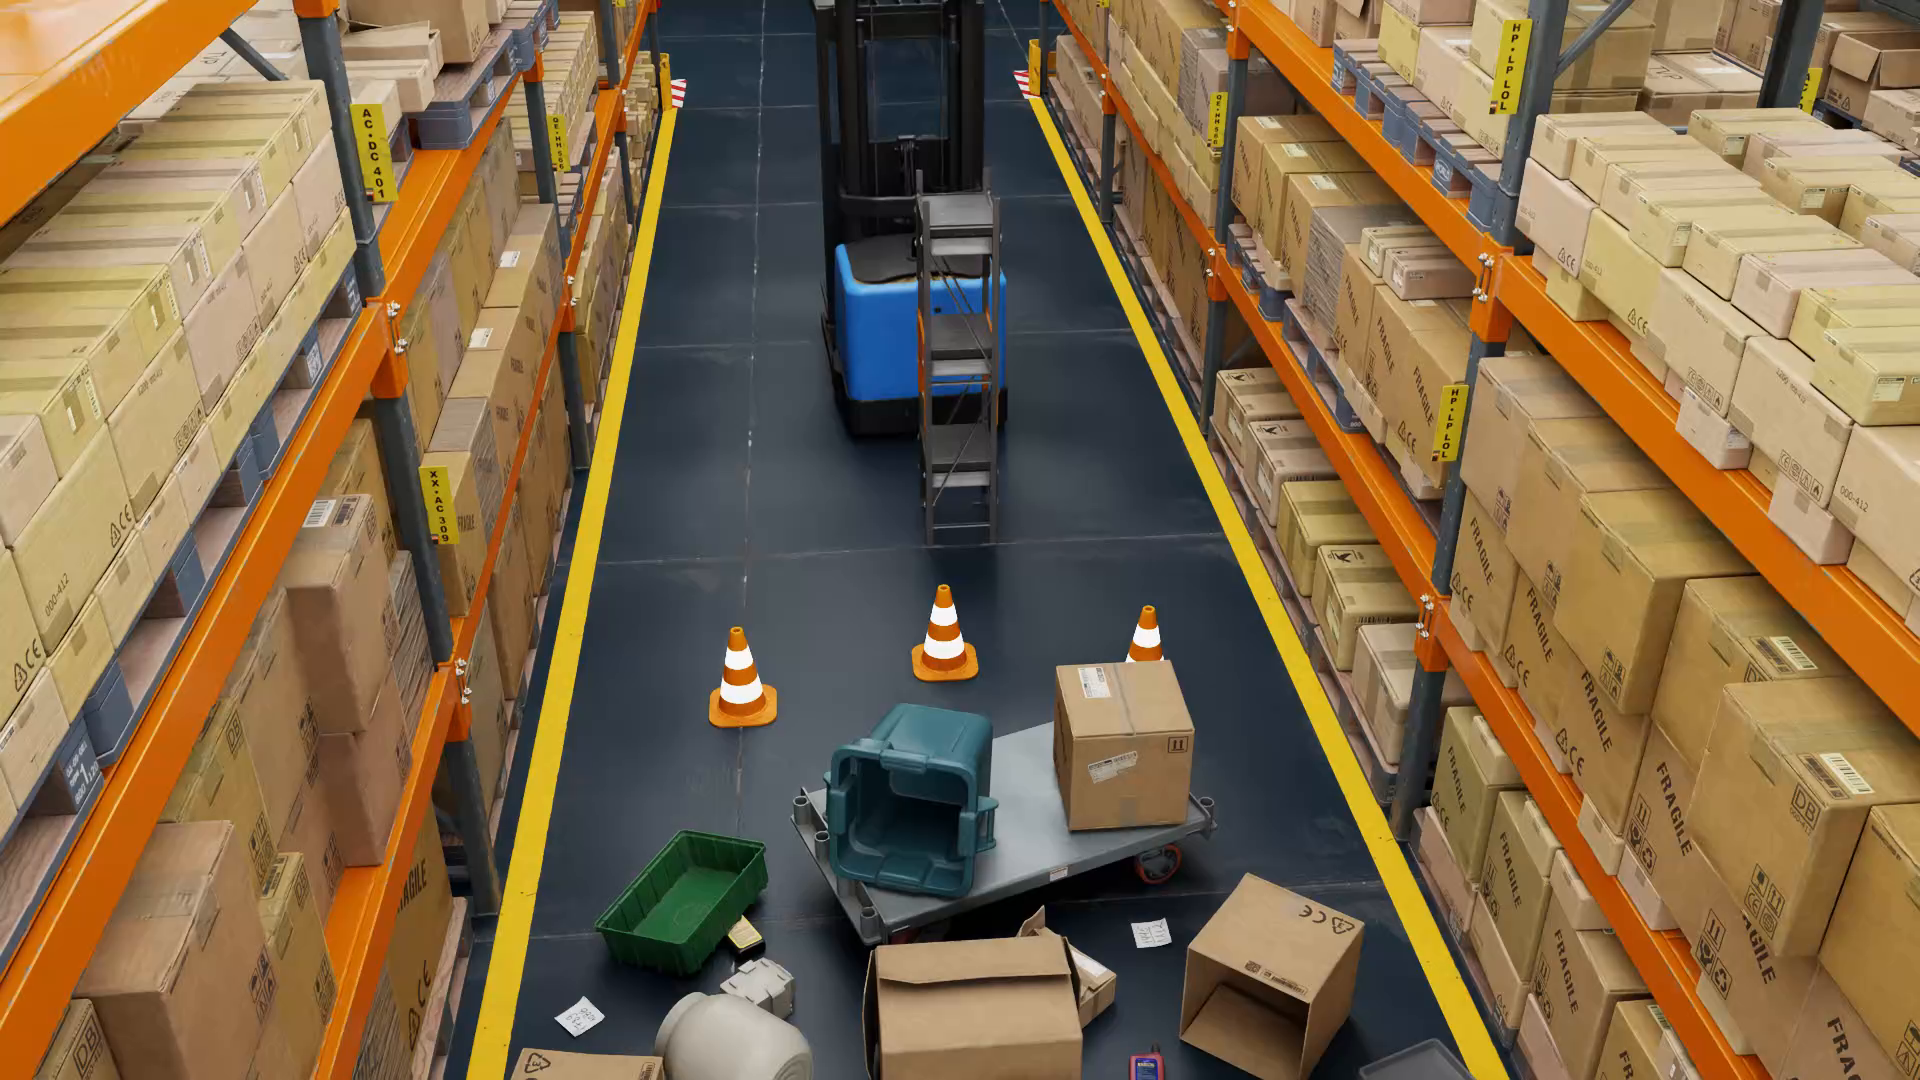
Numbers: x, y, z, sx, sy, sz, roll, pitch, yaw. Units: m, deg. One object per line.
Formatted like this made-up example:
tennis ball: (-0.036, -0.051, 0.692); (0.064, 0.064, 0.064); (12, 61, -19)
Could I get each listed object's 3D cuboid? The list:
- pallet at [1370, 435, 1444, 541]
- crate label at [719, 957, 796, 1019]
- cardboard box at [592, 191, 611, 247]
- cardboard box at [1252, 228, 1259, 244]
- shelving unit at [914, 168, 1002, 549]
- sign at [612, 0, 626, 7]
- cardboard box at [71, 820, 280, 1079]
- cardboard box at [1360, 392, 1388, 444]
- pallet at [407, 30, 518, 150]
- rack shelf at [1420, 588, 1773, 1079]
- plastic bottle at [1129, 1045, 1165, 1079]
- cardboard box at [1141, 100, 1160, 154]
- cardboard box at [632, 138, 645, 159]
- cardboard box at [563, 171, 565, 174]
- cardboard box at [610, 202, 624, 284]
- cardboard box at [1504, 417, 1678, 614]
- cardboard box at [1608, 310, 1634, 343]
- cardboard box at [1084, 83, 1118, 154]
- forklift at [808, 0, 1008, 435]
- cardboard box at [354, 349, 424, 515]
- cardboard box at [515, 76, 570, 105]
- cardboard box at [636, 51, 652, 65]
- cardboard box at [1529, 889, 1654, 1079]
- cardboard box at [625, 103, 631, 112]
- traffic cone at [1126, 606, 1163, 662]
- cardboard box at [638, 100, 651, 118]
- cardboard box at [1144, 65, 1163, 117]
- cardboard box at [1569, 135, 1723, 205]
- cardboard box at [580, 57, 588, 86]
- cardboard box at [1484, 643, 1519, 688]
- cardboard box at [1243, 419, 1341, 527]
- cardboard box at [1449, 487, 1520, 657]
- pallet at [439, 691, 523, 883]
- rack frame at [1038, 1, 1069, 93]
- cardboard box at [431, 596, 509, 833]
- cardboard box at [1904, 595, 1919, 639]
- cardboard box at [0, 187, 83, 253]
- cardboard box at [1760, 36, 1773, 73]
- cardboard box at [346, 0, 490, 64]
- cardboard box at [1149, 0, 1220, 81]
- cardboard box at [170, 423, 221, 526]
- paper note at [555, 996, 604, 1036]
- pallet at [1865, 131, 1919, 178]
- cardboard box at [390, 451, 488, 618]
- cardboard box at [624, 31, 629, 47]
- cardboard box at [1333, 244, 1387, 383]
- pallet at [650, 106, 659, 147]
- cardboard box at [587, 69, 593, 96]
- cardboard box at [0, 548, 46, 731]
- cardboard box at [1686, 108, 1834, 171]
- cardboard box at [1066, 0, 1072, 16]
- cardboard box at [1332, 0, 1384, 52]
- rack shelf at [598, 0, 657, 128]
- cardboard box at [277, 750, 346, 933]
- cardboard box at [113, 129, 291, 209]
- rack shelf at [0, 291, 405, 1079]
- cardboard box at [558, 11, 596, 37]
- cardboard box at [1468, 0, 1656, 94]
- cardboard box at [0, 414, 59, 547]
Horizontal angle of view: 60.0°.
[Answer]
pallet: (2.526, -0.297, 7.508); (1.003, 0.211, 1.213); (-3, 31, -5)
crate label: (-0.808, 1.801, 6.602); (0.250, 0.136, 0.298); (27, 40, 37)
cardboard box: (-2.794, -2.306, 11.983); (0.500, 0.250, 0.500); (-4, 31, -7)
cardboard box: (1.917, -1.776, 9.633); (0.380, 0.149, 0.250); (-5, 31, -8)
shelving unit: (-0.015, -0.986, 9.353); (0.431, 2.100, 0.503); (-3, 31, -5)
sign: (-2.661, -4.303, 12.900); (0.100, 0.325, 0.005); (-3, 31, -5)
cardboard box: (-2.149, 1.061, 3.849); (0.875, 0.550, 0.550); (-3, 31, -5)
cardboard box: (2.063, -0.569, 7.613); (0.380, 0.149, 0.250); (-3, 31, -5)
pallet: (-2.619, -2.045, 7.507); (1.003, 0.211, 1.213); (-1, 31, -2)
rack shelf: (2.640, 1.348, 5.269); (1.077, 0.370, 4.000); (-3, 31, -5)
plastic bottle: (0.706, 2.028, 6.294); (0.133, 0.061, 0.283); (2, 31, 4)
cardboard box: (1.603, -2.982, 11.964); (0.500, 0.250, 0.500); (-3, 31, -5)
cardboard box: (-3.089, -3.596, 15.215); (0.380, 0.149, 0.250); (-4, 31, -6)
cardboard box: (-2.758, -2.458, 10.776); (0.380, 0.149, 0.250); (-1, 31, -2)
cardboard box: (-2.846, -2.257, 12.631); (0.500, 0.500, 0.500); (-3, 31, -6)
cardboard box: (2.304, -0.085, 5.604); (0.700, 0.500, 0.500); (-3, 31, -4)
cardboard box: (2.340, -0.733, 5.372); (0.380, 0.149, 0.250); (-3, 31, -5)
cardboard box: (1.669, -3.929, 15.492); (0.875, 0.438, 0.875); (-4, 31, -6)
forklift: (-0.422, -2.678, 11.375); (1.130, 2.935, 3.031); (-4, 31, -7)
cardboard box: (-2.518, -0.418, 6.453); (0.700, 0.500, 0.500); (-3, 31, -5)
cardboard box: (-2.815, -2.979, 11.068); (0.380, 0.149, 0.250); (-2, 31, -3)
cardboard box: (-3.286, -4.773, 16.607); (0.380, 0.149, 0.250); (-2, 31, -4)
cardboard box: (2.348, 1.548, 5.774); (0.500, 0.500, 0.500); (-1, 31, -2)
cardboard box: (-3.176, -3.846, 15.055); (0.380, 0.149, 0.250); (-4, 31, -7)
traffic cone: (0.943, 0.541, 8.392); (0.336, 0.463, 0.334); (-3, 31, -5)
cardboard box: (-3.142, -4.119, 15.801); (0.380, 0.149, 0.250); (-2, 31, -4)
cardboard box: (1.612, -3.196, 11.835); (0.500, 0.250, 0.500); (-4, 31, -6)
cardboard box: (2.211, -1.196, 5.370); (0.380, 0.149, 0.250); (-2, 31, -3)
cardboard box: (-2.904, -3.383, 12.034); (0.380, 0.149, 0.250); (-4, 31, -6)
cardboard box: (2.238, 0.429, 6.352); (0.380, 0.149, 0.250); (-2, 31, -3)
cardboard box: (2.199, -0.411, 9.666); (0.950, 0.372, 0.625); (-3, 31, -6)
cardboard box: (2.216, 0.086, 6.294); (0.500, 0.500, 0.500); (-3, 31, -5)
pallet: (-2.613, 1.114, 7.679); (1.003, 0.211, 1.213); (-3, 31, -5)
rack frame: (1.332, -6.108, 17.051); (1.000, 3.000, 0.127); (-3, 31, -5)
cardboard box: (-2.614, 0.780, 7.303); (1.050, 0.750, 0.750); (-3, 31, -5)
cardboard box: (2.440, 0.192, 3.824); (0.380, 0.149, 0.250); (-3, 31, -5)
cardboard box: (-2.651, -0.747, 4.499); (0.500, 0.250, 0.500); (-3, 31, -5)
cardboard box: (6.395, -3.701, 12.742); (0.396, 0.266, 0.258); (-1, 31, -2)
cardboard box: (-2.399, -2.415, 7.338); (0.500, 0.500, 0.500); (-3, 31, -5)
cardboard box: (1.634, -3.522, 11.648); (0.500, 0.500, 0.500); (-3, 31, -5)
cardboard box: (-1.970, -0.146, 3.883); (0.380, 0.149, 0.250); (-3, 31, -5)
paper note: (-1.502, 1.881, 6.570); (0.142, 0.020, 0.147); (27, 40, 37)
pallet: (6.887, -2.524, 11.238); (1.213, 0.211, 1.003); (-3, 31, -5)
cardboard box: (-2.247, -0.017, 6.756); (0.500, 0.500, 0.500); (-2, 31, -4)
cardboard box: (-3.068, -4.363, 14.374); (0.380, 0.149, 0.250); (-2, 31, -4)
cardboard box: (2.091, -1.074, 7.826); (0.500, 0.500, 0.500); (-2, 31, -3)
pallet: (-3.540, -4.167, 16.521); (1.003, 0.211, 1.213); (-3, 31, -5)
cardboard box: (-2.933, -3.397, 12.347); (0.380, 0.149, 0.250); (-3, 31, -5)
cardboard box: (-1.931, 0.257, 2.818); (0.500, 0.250, 0.500); (-3, 31, -5)
cardboard box: (2.700, -1.353, 5.632); (0.380, 0.149, 0.250); (-2, 31, -4)
cardboard box: (1.259, -5.120, 15.299); (0.500, 0.500, 0.500); (-2, 31, -3)
cardboard box: (2.250, -2.579, 8.116); (0.797, 0.503, 0.637); (-3, 31, -5)
rack shelf: (-3.400, -4.490, 15.043); (1.077, 0.370, 4.000); (-3, 31, -5)
cardboard box: (-2.413, 0.991, 5.019); (0.875, 0.550, 0.550); (-3, 31, -5)
cardboard box: (-2.068, -1.010, 4.551); (0.380, 0.149, 0.250); (-3, 31, -5)
rack shelf: (-2.279, 0.349, 4.017); (1.077, 0.370, 4.000); (-3, 31, -5)
cardboard box: (-2.982, -3.910, 12.626); (0.380, 0.149, 0.250); (-1, 31, -2)
cardboard box: (2.272, -1.890, 6.313); (0.500, 0.250, 0.500); (-2, 31, -3)
cardboard box: (-1.901, -0.101, 3.029); (0.380, 0.149, 0.250); (-3, 31, -5)
